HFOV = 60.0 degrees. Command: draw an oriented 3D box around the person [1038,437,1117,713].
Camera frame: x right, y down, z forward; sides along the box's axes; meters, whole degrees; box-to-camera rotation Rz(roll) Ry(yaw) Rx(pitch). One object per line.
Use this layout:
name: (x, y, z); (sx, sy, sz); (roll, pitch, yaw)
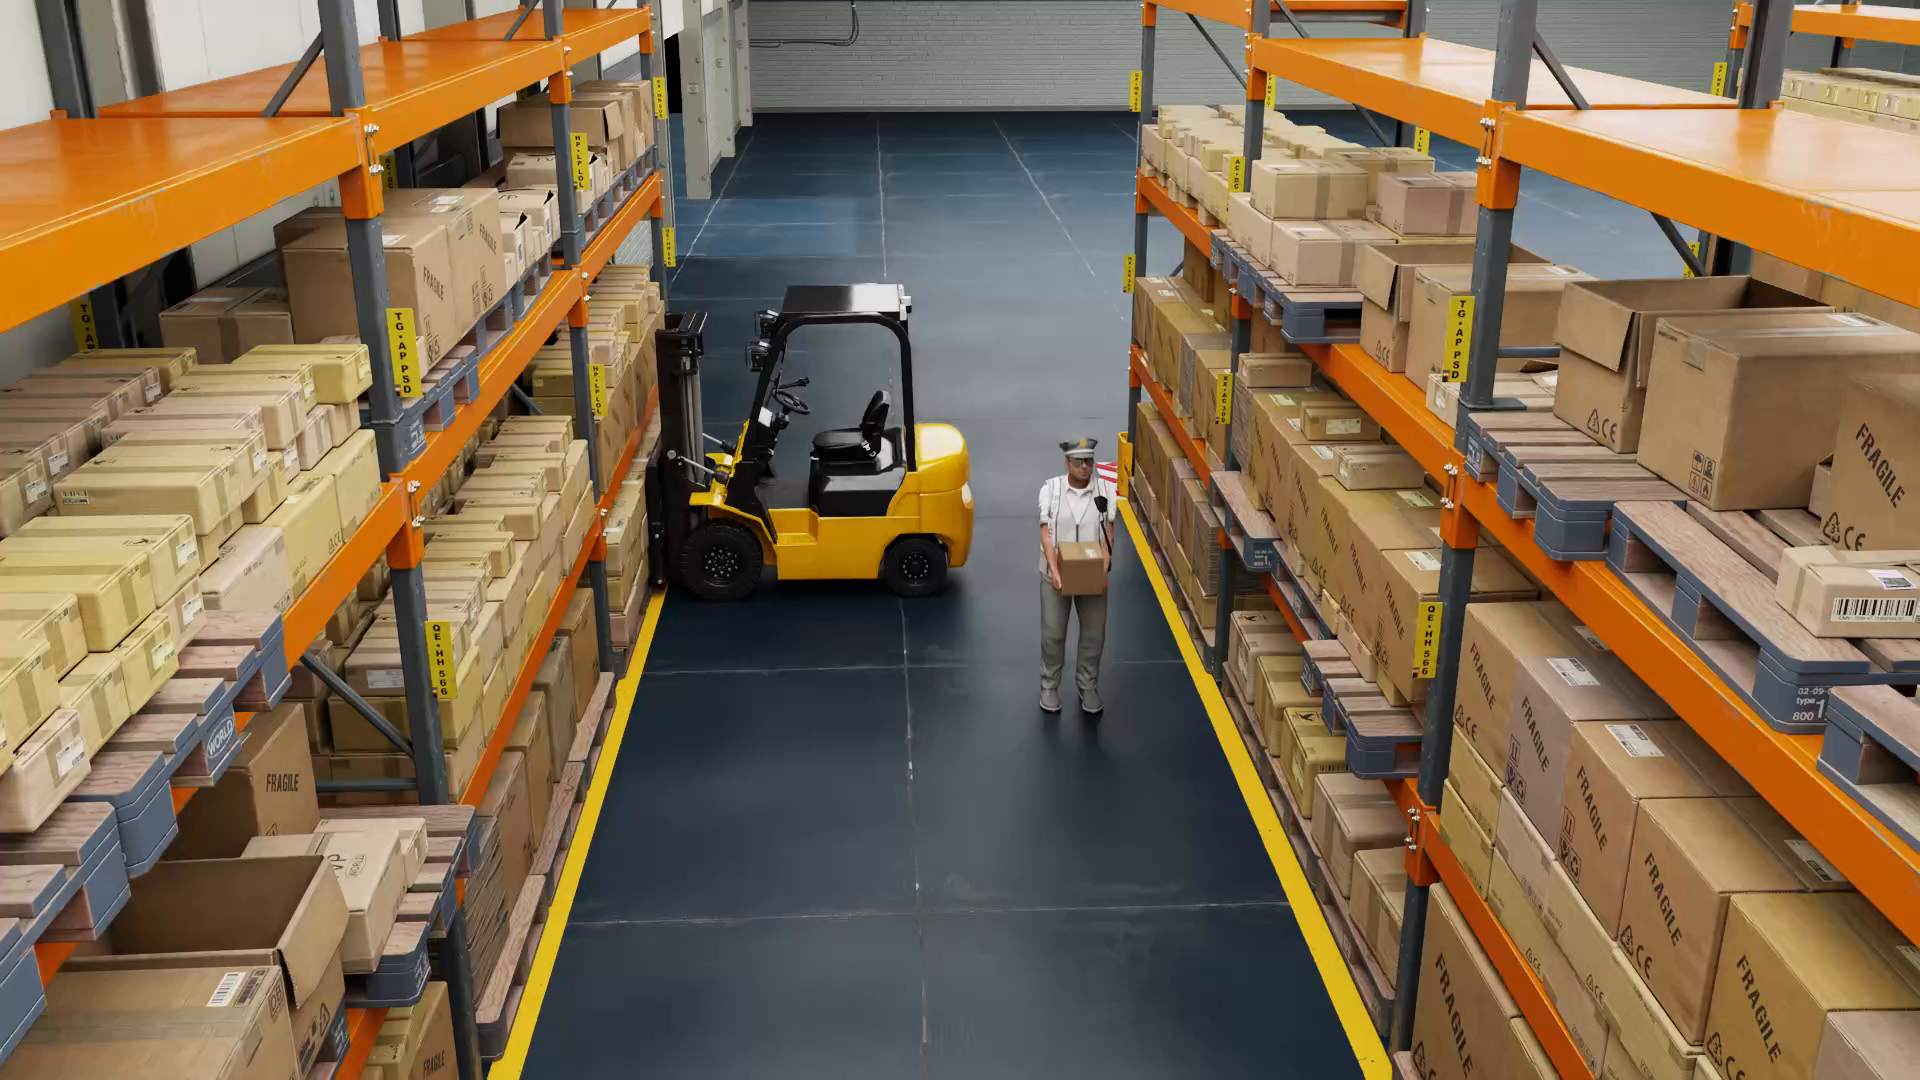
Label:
person: (0.741, 0.230, 10.420); (0.494, 1.763, 0.572); (-1, 20, -4)
